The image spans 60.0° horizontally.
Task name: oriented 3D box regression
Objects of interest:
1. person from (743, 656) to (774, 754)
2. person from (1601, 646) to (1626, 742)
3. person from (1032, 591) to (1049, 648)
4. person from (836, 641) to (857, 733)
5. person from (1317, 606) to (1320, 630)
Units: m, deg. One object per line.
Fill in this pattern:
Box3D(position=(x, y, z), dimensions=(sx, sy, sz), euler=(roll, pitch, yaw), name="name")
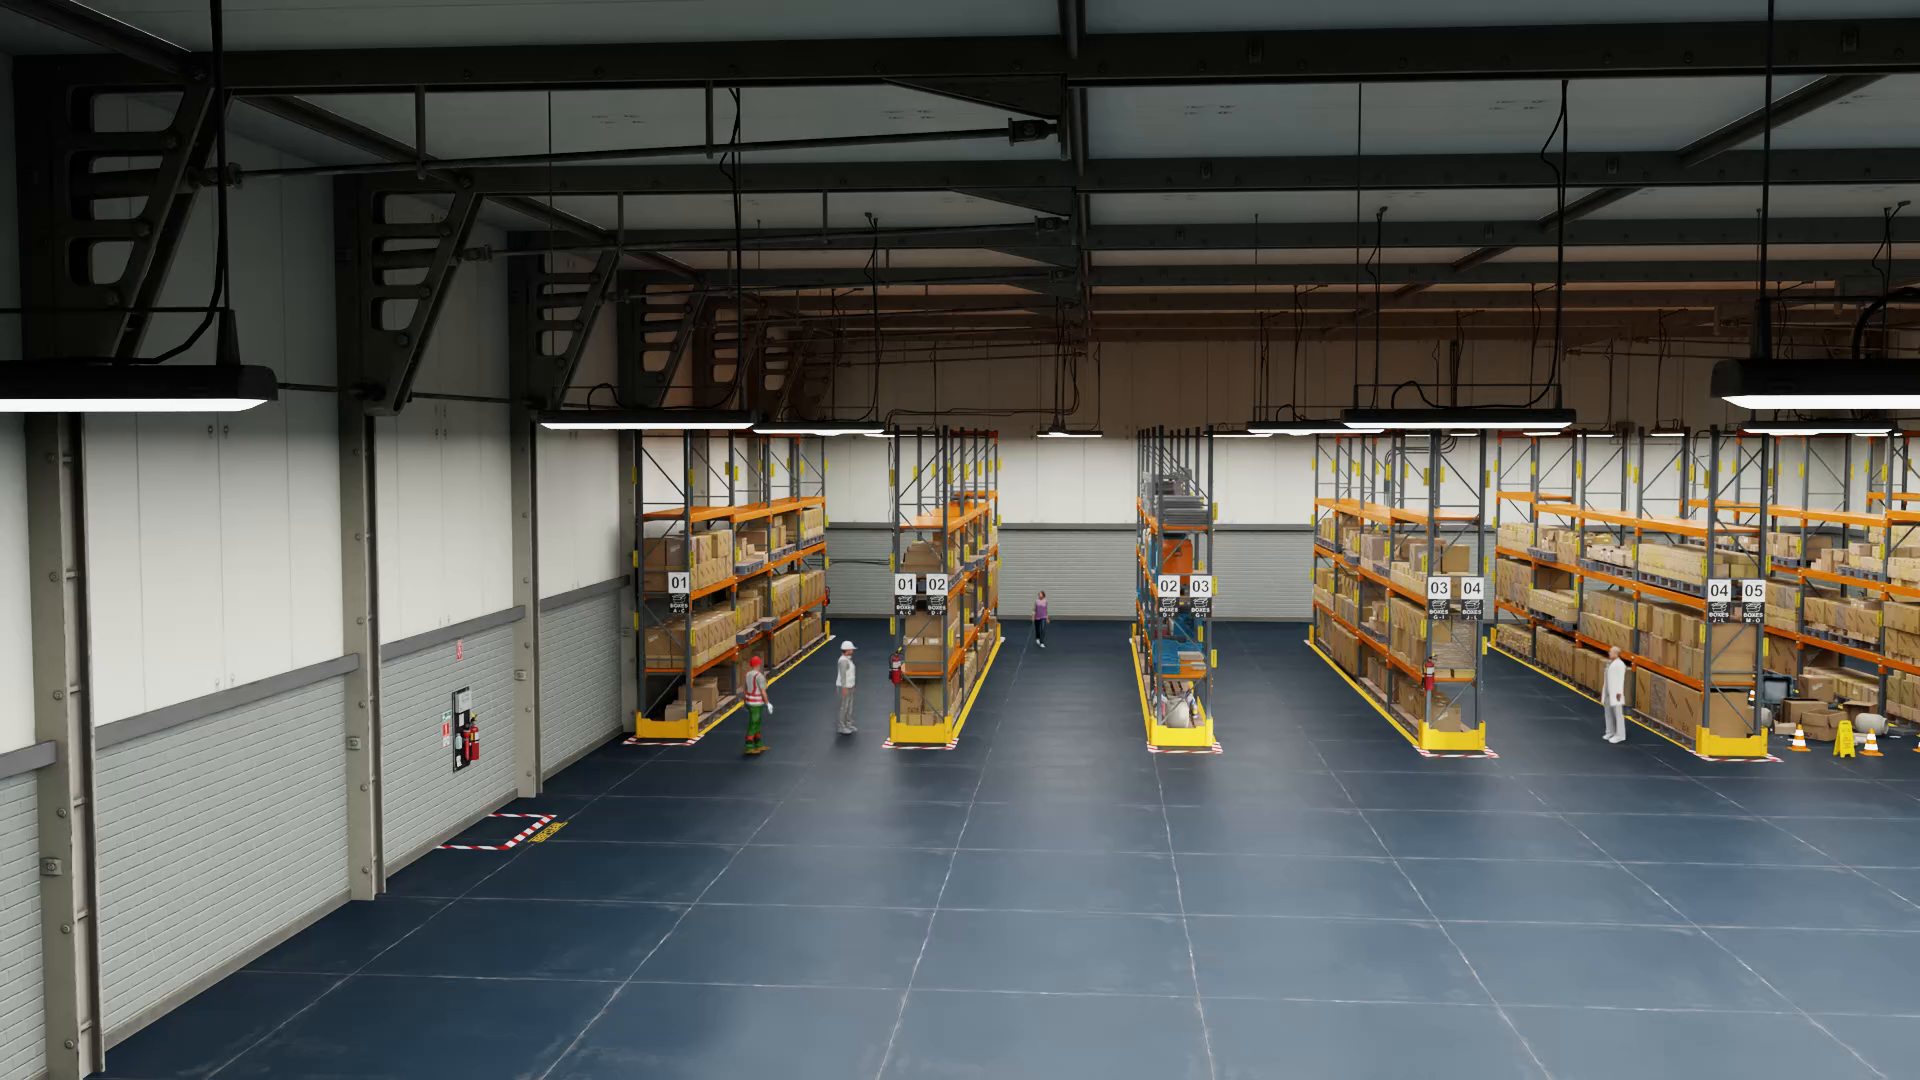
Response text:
Box3D(position=(-3.663, 3.013, 30.389), dimensions=(0.559, 1.790, 0.591), euler=(-1, 4, -23), name="person")
Box3D(position=(12.444, 2.926, 31.733), dimensions=(0.451, 1.788, 0.589), euler=(-1, 4, -16), name="person")
Box3D(position=(2.232, 2.174, 46.061), dimensions=(0.472, 1.549, 0.823), euler=(0, 3, 2), name="person")
Box3D(position=(-2.217, 2.871, 32.570), dimensions=(0.412, 1.790, 0.557), euler=(0, 3, 6), name="person")
Box3D(position=(10.534, 1.970, 48.036), dimensions=(0.550, 1.788, 0.529), euler=(0, 3, 6), name="person")
